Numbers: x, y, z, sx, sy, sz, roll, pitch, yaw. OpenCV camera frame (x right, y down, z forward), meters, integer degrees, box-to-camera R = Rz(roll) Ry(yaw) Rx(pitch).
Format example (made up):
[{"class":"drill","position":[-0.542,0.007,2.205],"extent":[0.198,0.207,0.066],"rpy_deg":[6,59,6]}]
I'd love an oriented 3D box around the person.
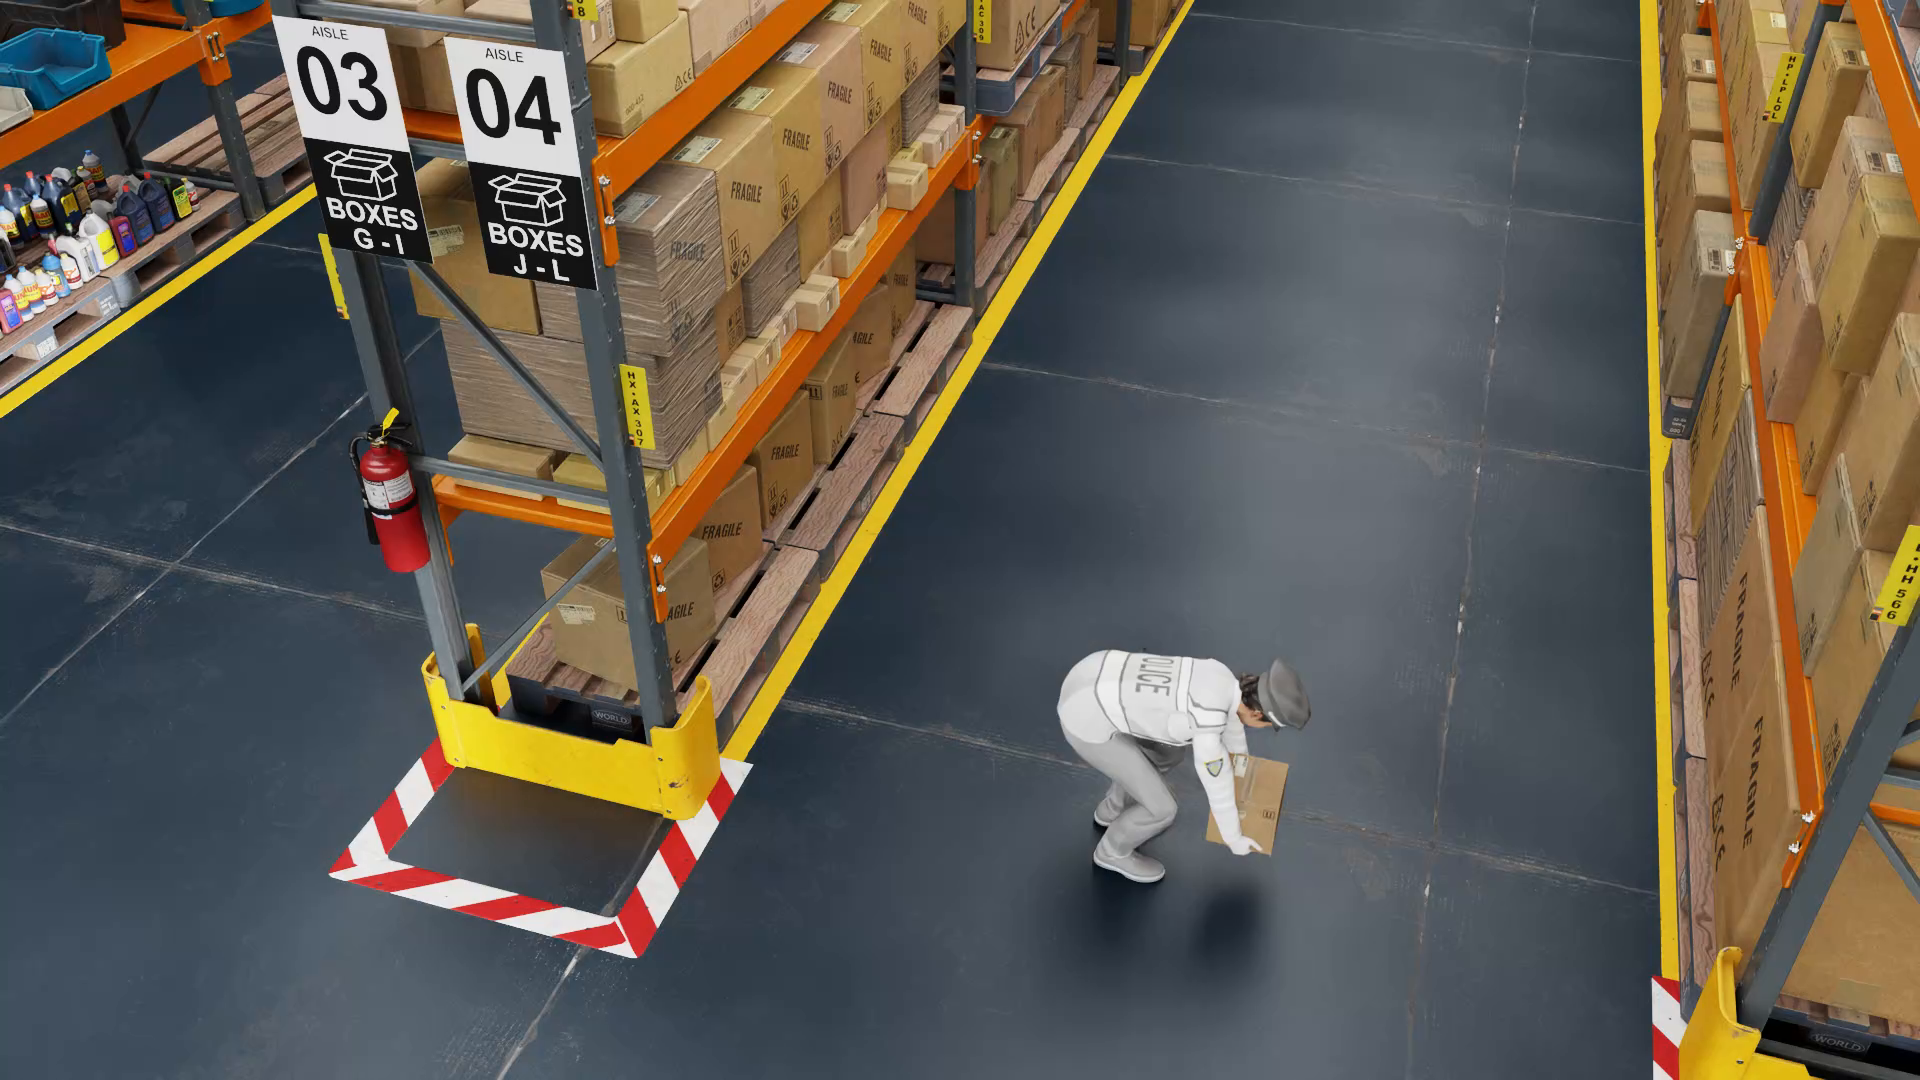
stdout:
[{"class":"person","position":[0.823,0.835,6.304],"extent":[0.921,1.047,0.451],"rpy_deg":[9,38,12]}]
